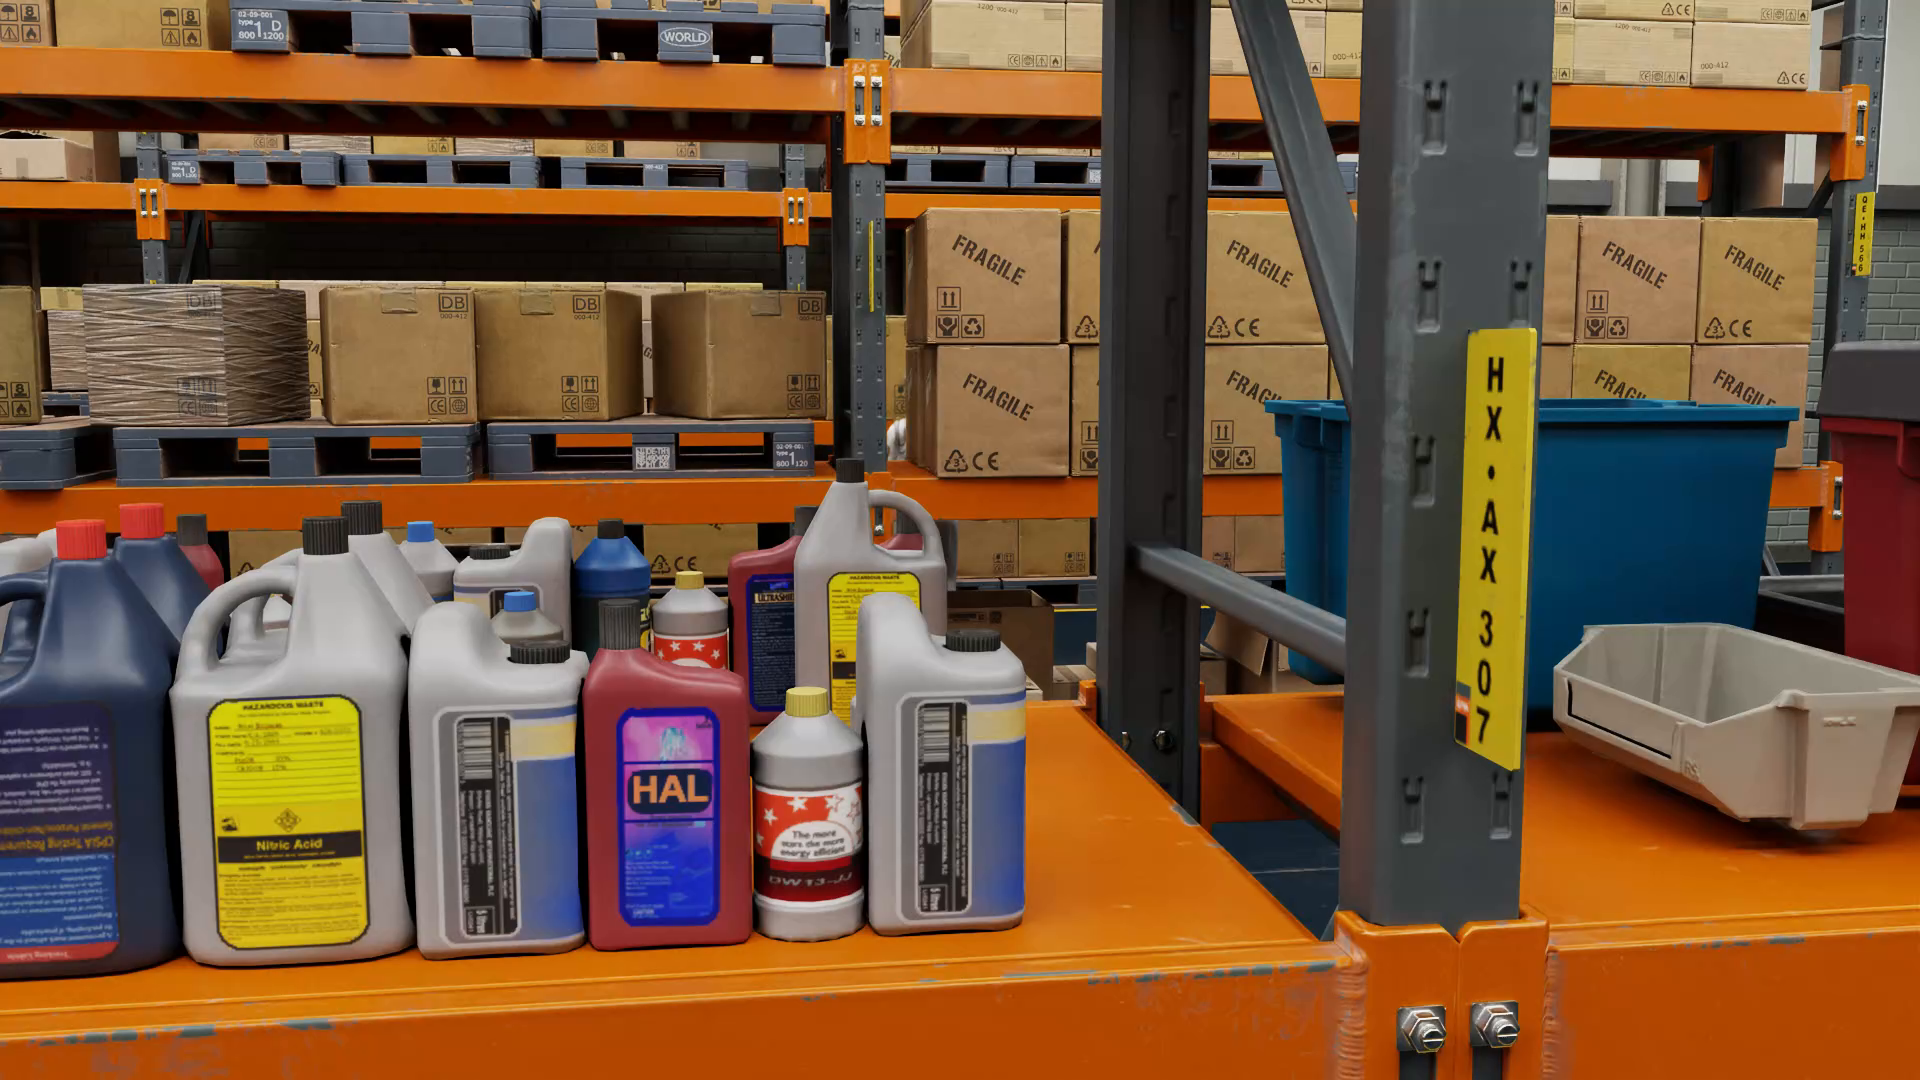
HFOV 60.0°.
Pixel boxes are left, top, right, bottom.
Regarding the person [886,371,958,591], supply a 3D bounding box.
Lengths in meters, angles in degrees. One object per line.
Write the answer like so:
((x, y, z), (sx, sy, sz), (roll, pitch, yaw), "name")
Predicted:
((-0.202, -0.137, 9.429), (0.459, 1.689, 0.547), (-1, 7, -8), "person")
